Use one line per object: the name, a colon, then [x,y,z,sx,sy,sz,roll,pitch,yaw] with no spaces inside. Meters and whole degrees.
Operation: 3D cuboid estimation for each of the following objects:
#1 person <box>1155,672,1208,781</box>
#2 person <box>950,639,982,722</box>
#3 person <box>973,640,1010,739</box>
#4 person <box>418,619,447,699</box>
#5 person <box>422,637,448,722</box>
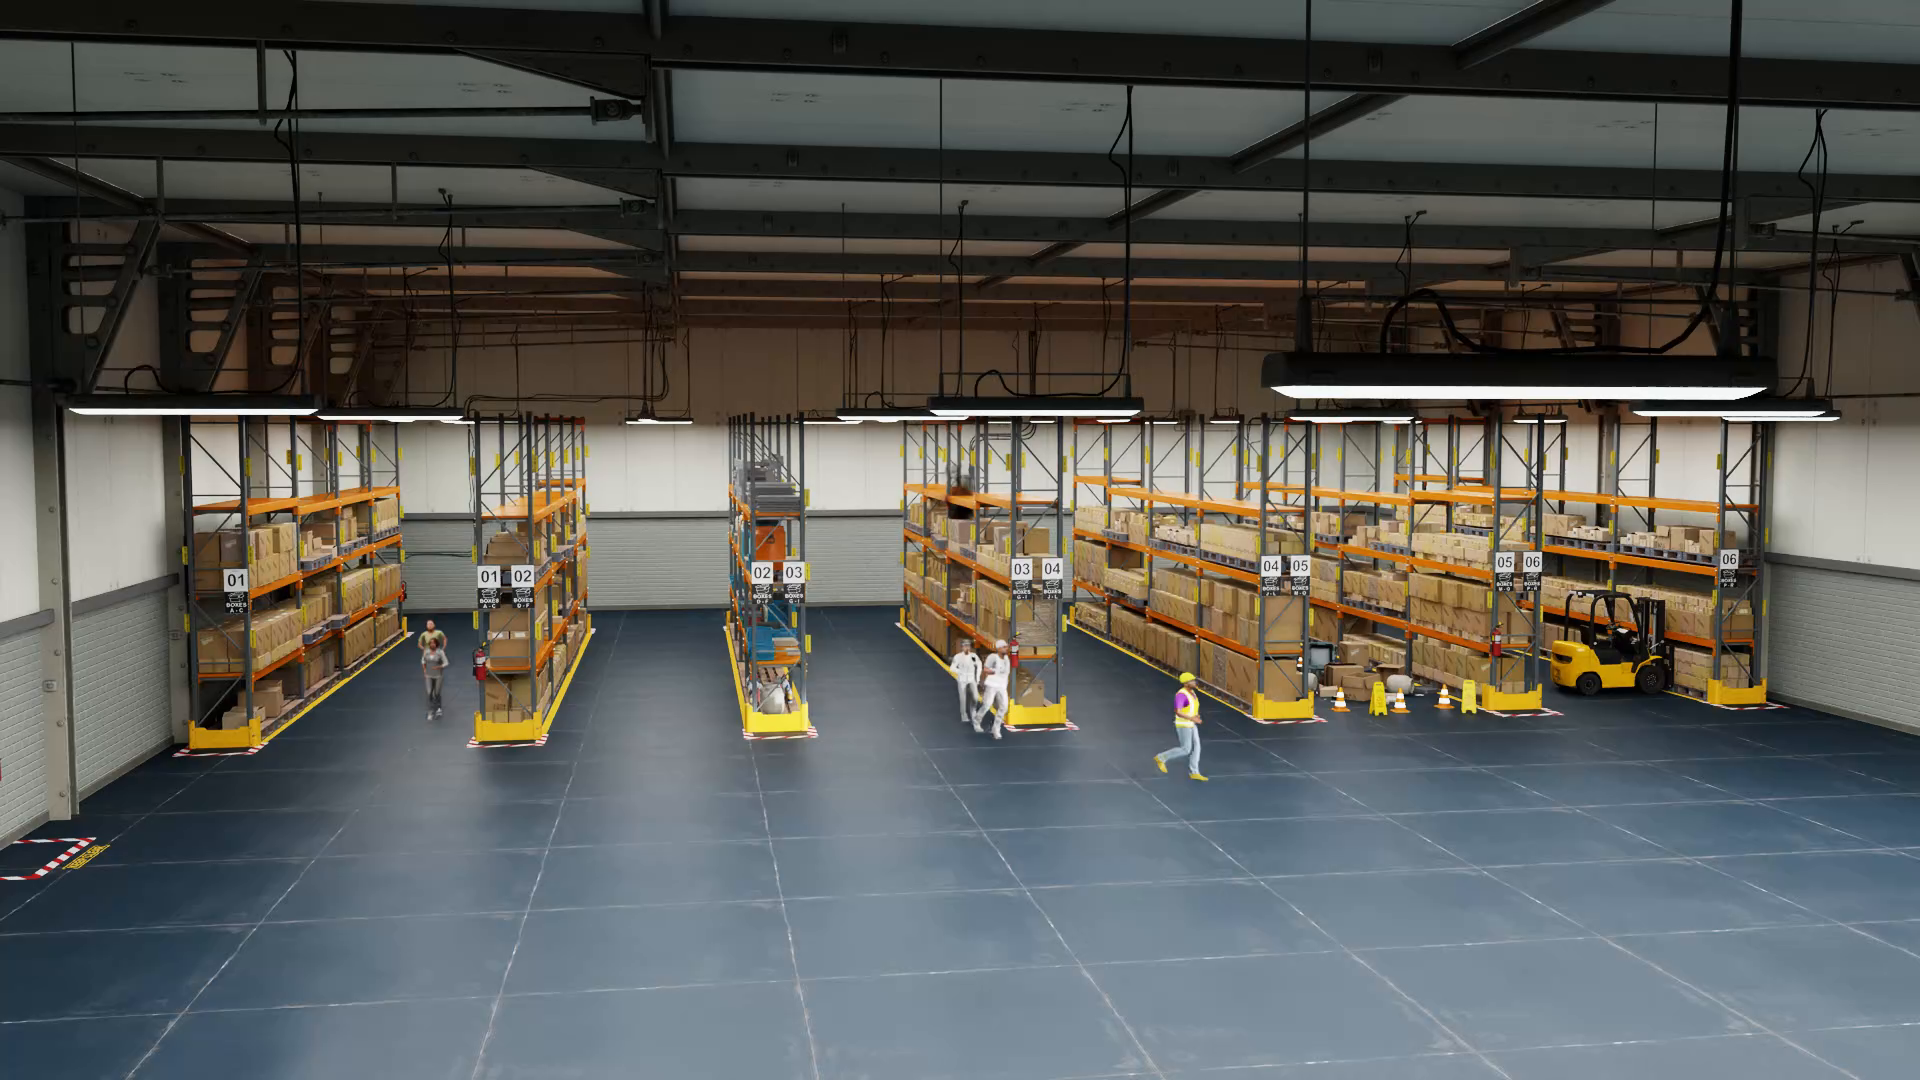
person: [3.632,3.021,27.044,0.854,1.760,0.708,2,4,24]
person: [0.137,2.708,31.949,0.654,1.642,0.651,-1,4,-9]
person: [0.684,2.748,30.865,0.684,1.798,0.746,-3,5,-36]
person: [-11.179,2.509,35.224,0.580,1.683,0.673,-1,4,-14]
person: [-10.283,2.723,32.566,0.546,1.654,0.656,0,4,-5]
